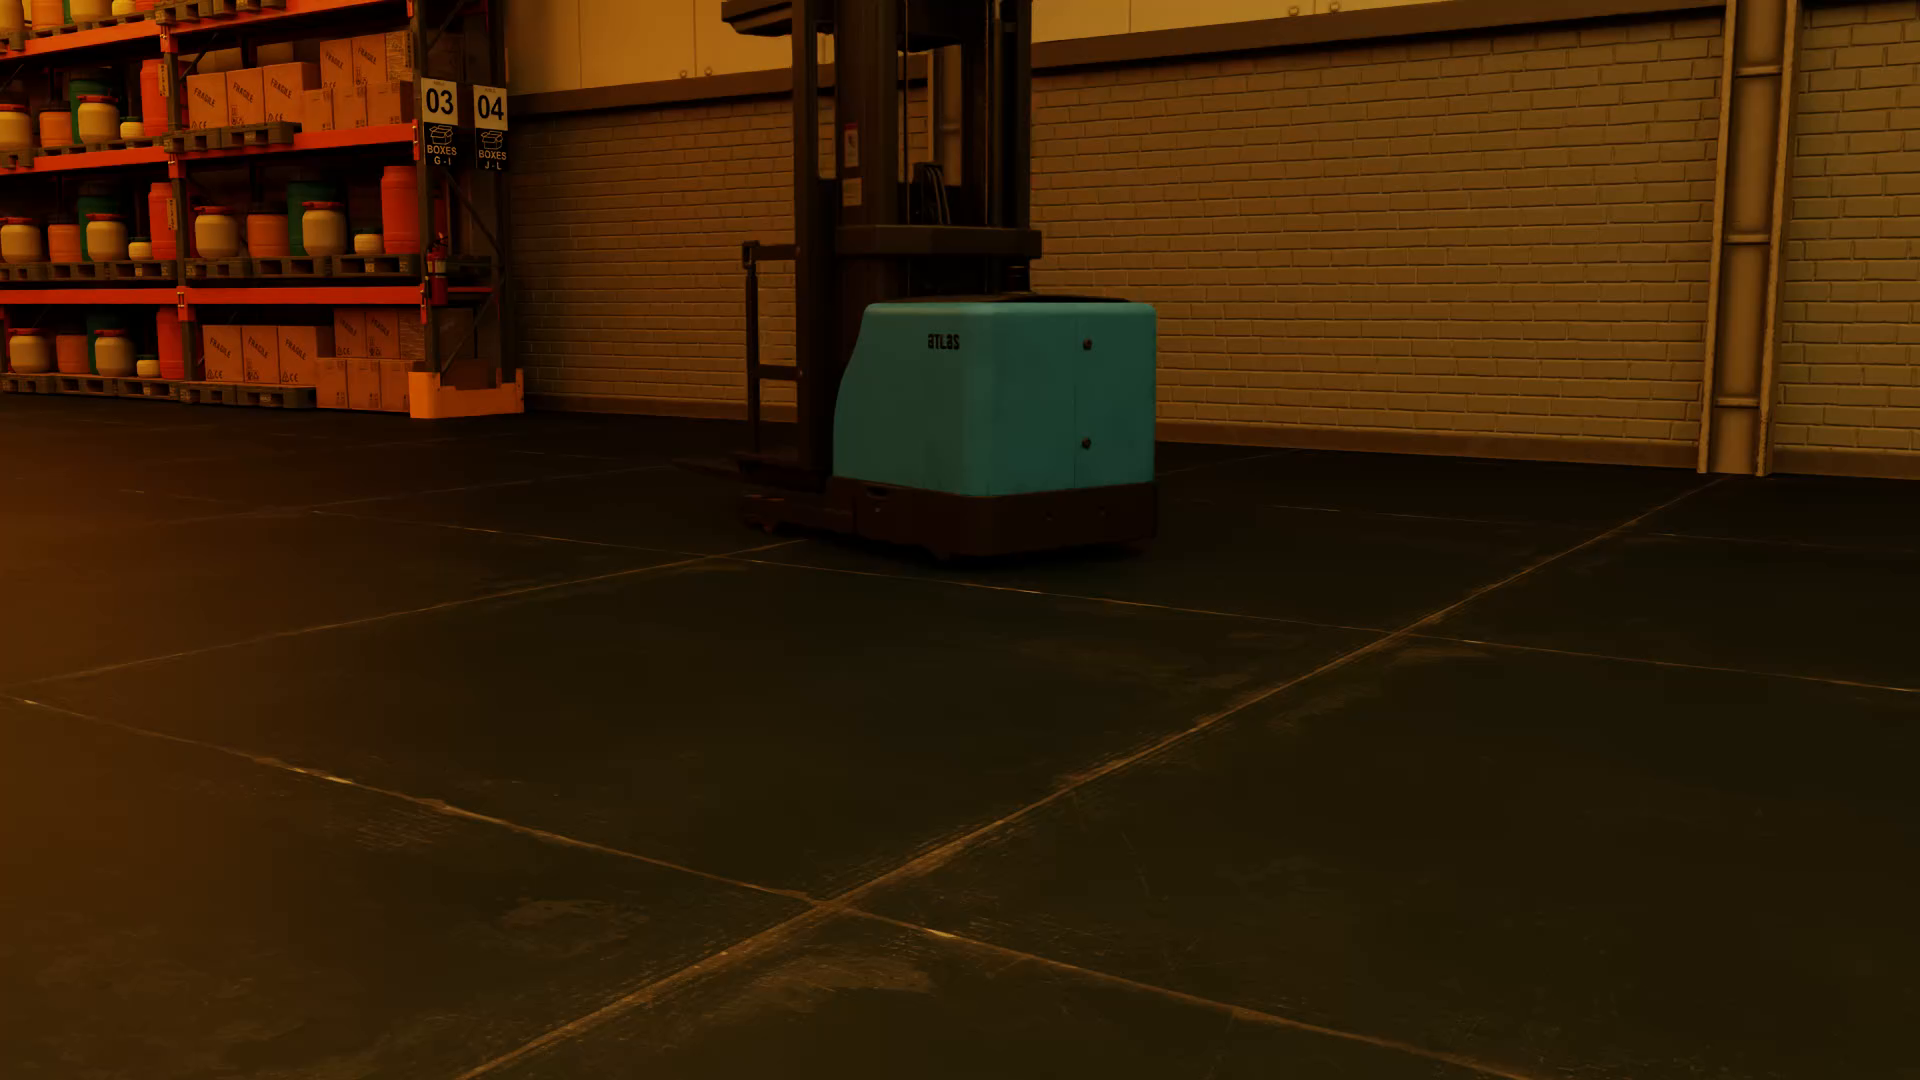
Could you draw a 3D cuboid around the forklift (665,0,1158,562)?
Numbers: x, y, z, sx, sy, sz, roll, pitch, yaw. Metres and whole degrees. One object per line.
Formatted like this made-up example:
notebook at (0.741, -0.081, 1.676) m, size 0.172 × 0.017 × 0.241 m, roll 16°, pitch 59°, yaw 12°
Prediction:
forklift at (-0.432, -1.523, 7.906) m, size 1.130 × 2.935 × 3.031 m, roll -6°, pitch 10°, yaw -37°
